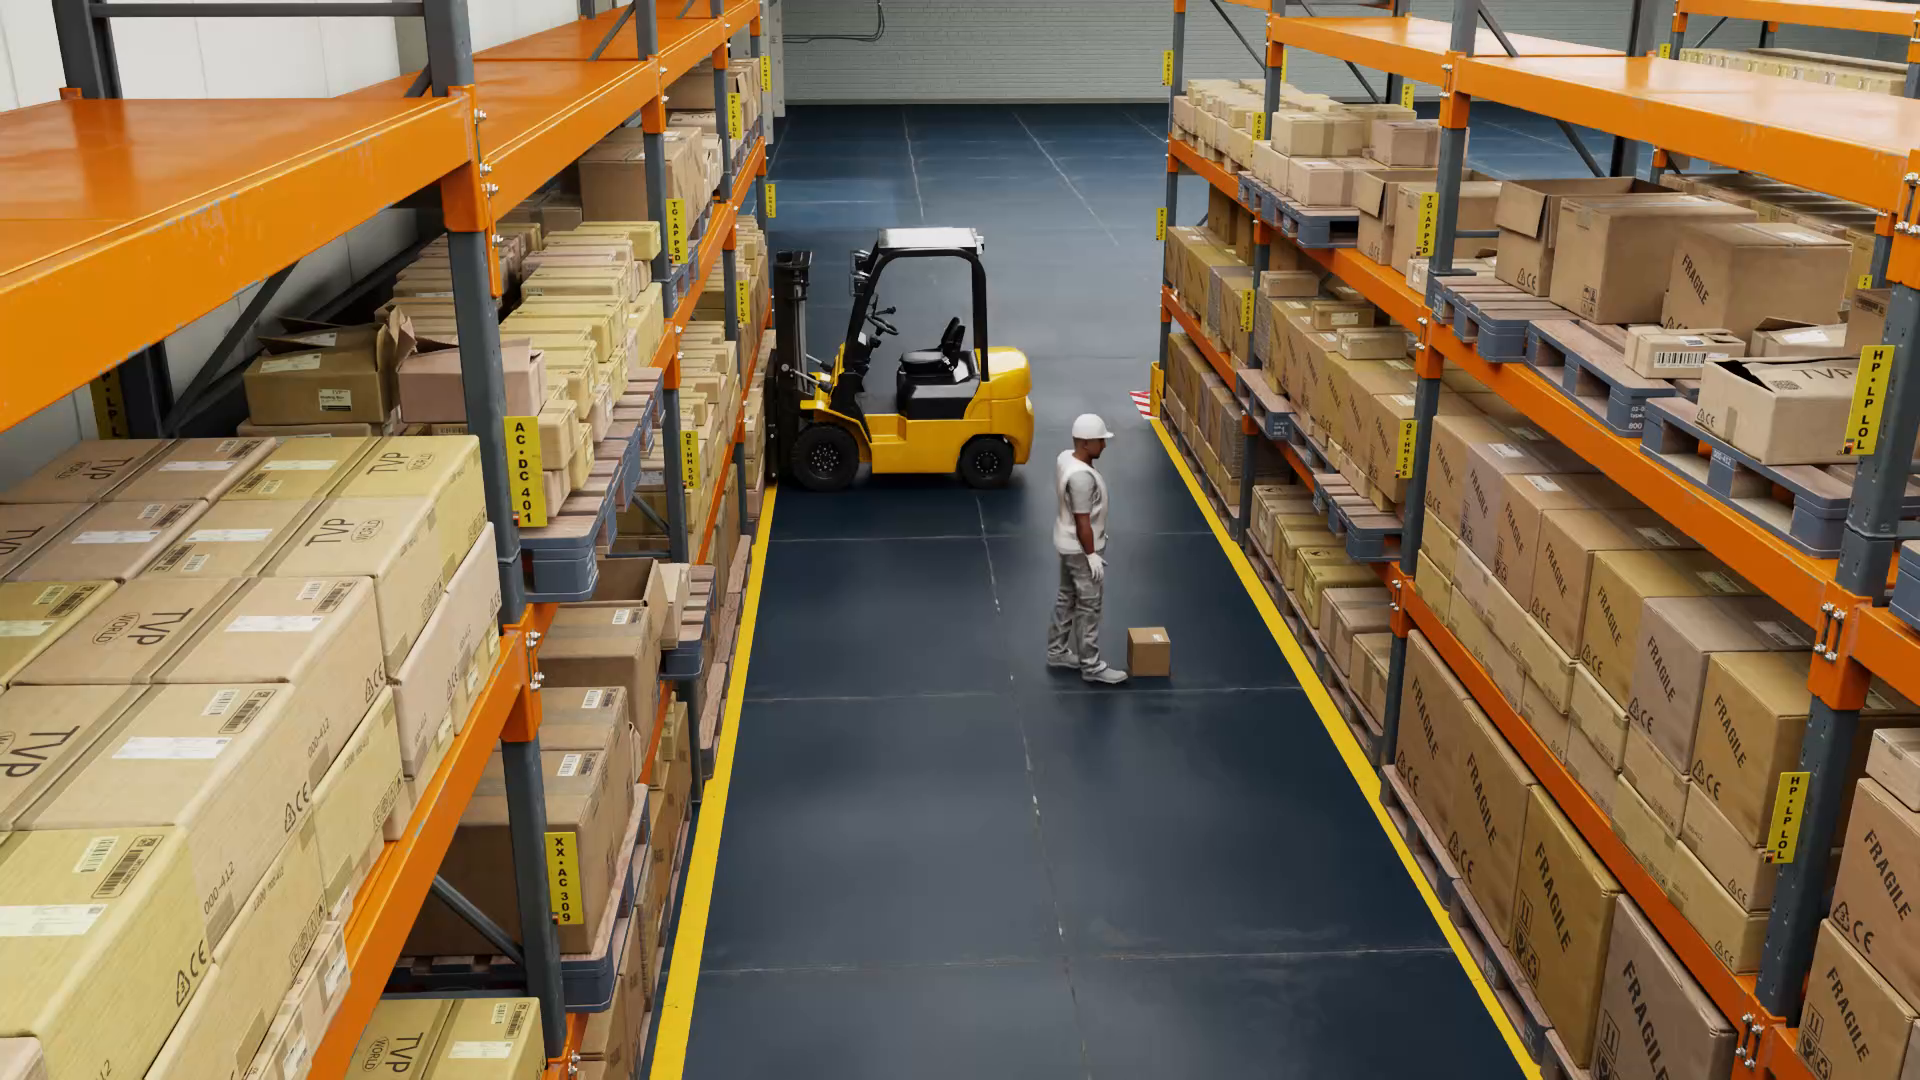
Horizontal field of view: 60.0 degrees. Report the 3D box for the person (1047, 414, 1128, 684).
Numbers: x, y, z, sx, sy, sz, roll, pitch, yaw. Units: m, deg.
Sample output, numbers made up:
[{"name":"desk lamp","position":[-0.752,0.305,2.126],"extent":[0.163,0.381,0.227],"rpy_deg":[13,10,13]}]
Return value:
[{"name":"person","position":[0.849,0.043,10.905],"extent":[0.514,1.785,0.568],"rpy_deg":[-1,20,-3]}]
